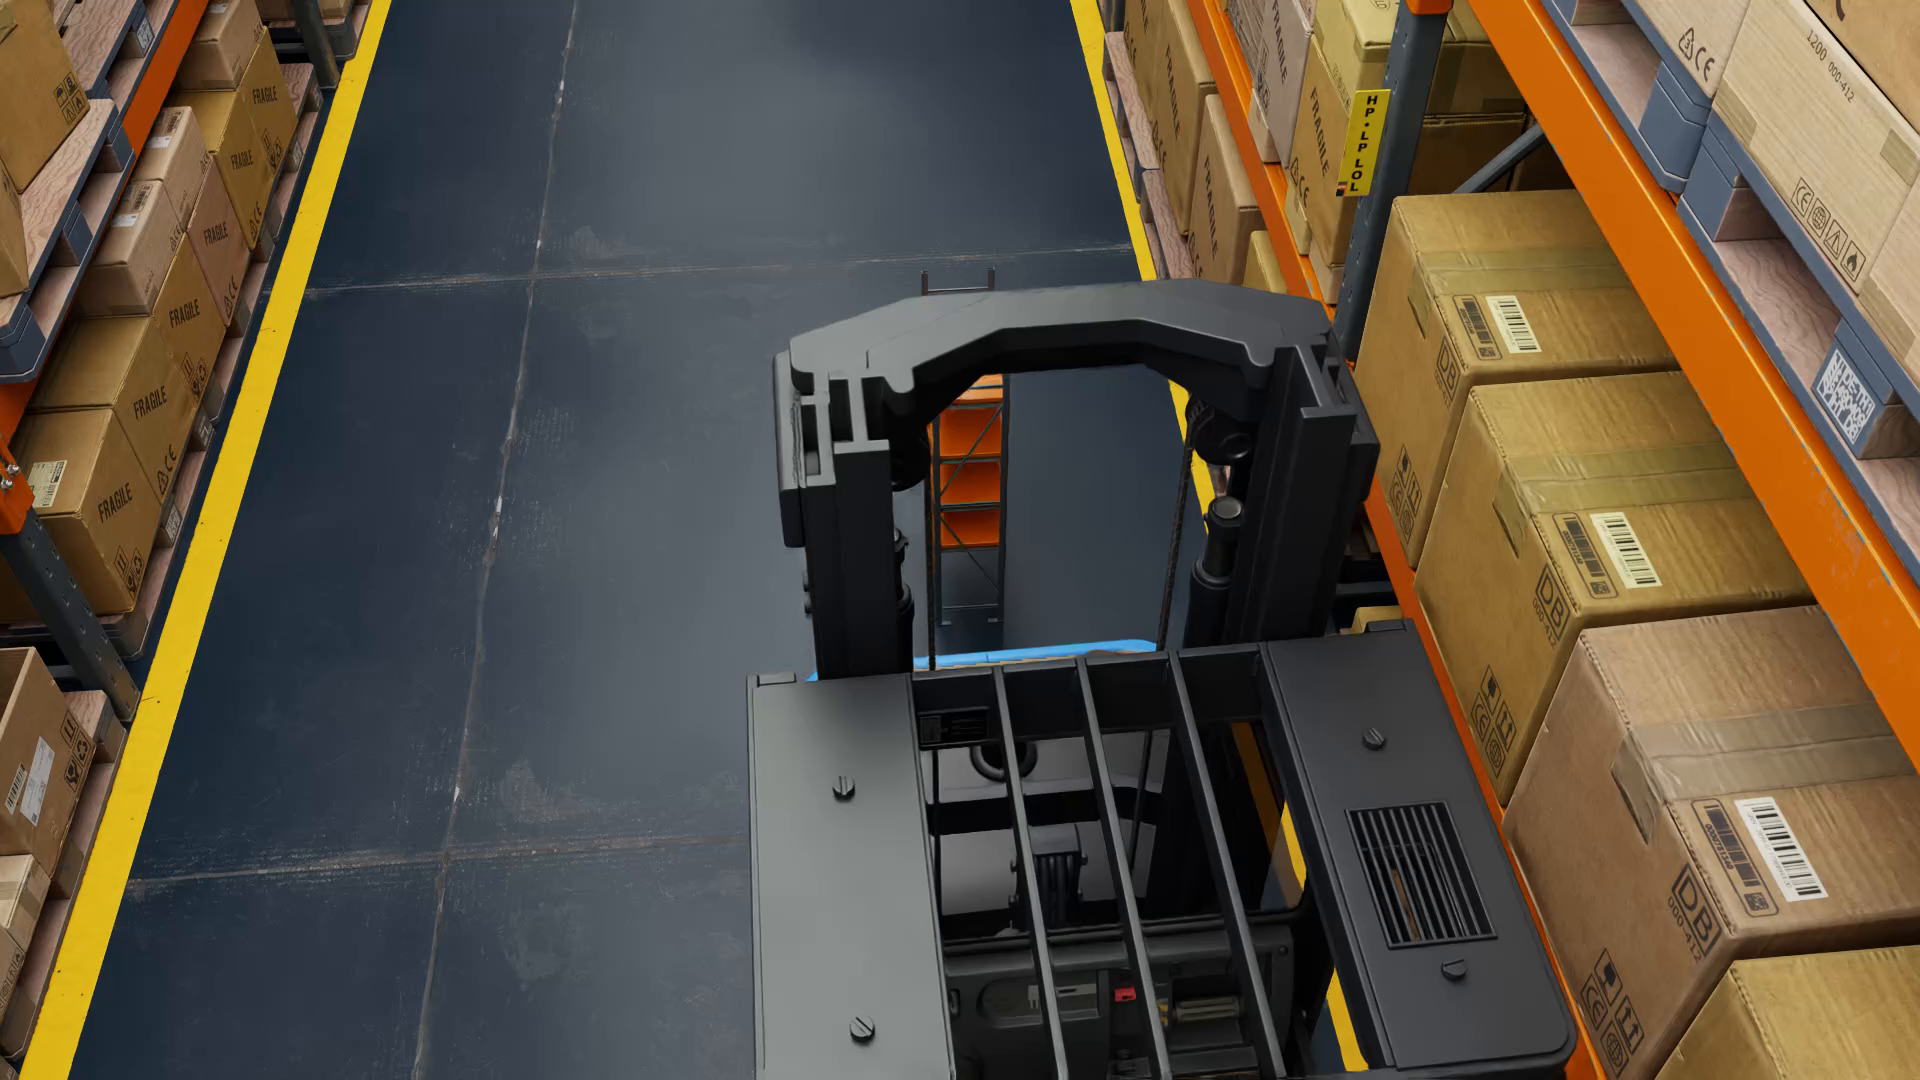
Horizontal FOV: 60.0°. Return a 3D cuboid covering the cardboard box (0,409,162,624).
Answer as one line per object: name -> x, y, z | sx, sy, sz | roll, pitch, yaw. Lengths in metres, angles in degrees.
cardboard box -> -3.116, -0.078, 5.677 | 0.500, 0.500, 0.500 | -5, 47, -5

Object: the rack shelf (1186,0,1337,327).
rack shelf -> 1.450, -1.925, 6.503 | 1.077, 0.370, 4.000 | -3, 47, -3

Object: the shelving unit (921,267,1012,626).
shelving unit -> 0.014, -0.293, 5.701 | 0.258, 1.200, 0.503 | -3, 47, -3

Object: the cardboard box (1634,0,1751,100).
cardboard box -> 1.441, -0.999, 2.809 | 0.500, 0.250, 0.500 | -4, 47, -4

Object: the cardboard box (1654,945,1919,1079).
cardboard box -> 1.828, 1.171, 2.868 | 0.980, 0.700, 0.700 | -4, 47, -4

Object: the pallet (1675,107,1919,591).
pallet -> 1.775, -0.253, 2.419 | 1.003, 0.211, 1.213 | -3, 47, -3

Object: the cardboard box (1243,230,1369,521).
cardboard box -> 1.434, -0.593, 5.937 | 0.750, 0.750, 0.750 | -3, 47, -3

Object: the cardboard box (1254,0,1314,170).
cardboard box -> 1.275, -1.556, 5.371 | 0.500, 0.500, 0.500 | -3, 47, -3

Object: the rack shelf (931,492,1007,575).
rack shelf -> 0.014, -0.110, 5.894 | 0.258, 0.148, 0.480 | -3, 47, -3

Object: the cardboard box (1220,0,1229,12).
cardboard box -> 1.195, -2.281, 6.057 | 0.500, 0.500, 0.500 | -2, 47, -2

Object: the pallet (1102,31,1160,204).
pallet -> 1.274, -2.086, 8.080 | 1.003, 0.211, 1.213 | -3, 47, -3

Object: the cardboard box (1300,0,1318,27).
cardboard box -> 1.291, -1.820, 5.104 | 0.500, 0.250, 0.500 | -3, 47, -2

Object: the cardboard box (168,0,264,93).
cardboard box -> -3.332, -2.163, 7.134 | 0.500, 0.250, 0.500 | -2, 47, -2

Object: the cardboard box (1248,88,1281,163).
cardboard box -> 1.205, -1.432, 5.700 | 0.380, 0.149, 0.250 | -3, 47, -3

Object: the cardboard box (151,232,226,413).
cardboard box -> -3.206, -0.826, 6.385 | 0.500, 0.500, 0.500 | -3, 47, -3

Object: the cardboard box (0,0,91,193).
cardboard box -> -3.256, -1.451, 5.200 | 0.700, 0.500, 0.500 | 3, 47, 3

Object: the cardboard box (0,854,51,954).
cardboard box -> -2.897, 1.070, 4.831 | 0.380, 0.149, 0.250 | -3, 47, -3

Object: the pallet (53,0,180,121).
pallet -> -3.486, -1.843, 6.062 | 1.003, 0.211, 1.213 | -3, 47, -3

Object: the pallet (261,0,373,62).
pallet -> -3.683, -2.955, 8.903 | 1.003, 0.211, 1.213 | -3, 47, -3

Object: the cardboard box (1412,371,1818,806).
cardboard box -> 1.703, 0.093, 3.889 | 0.980, 0.700, 0.700 | -5, 47, -4

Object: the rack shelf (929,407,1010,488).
rack shelf -> 0.014, -0.400, 5.587 | 0.258, 0.148, 0.480 | -3, 47, -3

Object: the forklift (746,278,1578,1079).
forklift -> 0.234, 1.096, 3.193 | 1.130, 2.935, 3.031 | -5, 47, -4

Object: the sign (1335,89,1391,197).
sign -> 1.078, -1.057, 4.442 | 0.100, 0.325, 0.005 | -3, 47, -3

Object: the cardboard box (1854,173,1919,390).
cardboard box -> 1.534, -0.257, 2.107 | 0.500, 0.250, 0.500 | -5, 47, -4

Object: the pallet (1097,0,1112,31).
pallet -> 1.219, -3.226, 9.160 | 1.003, 0.211, 1.213 | -3, 47, -3

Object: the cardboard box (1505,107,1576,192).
cardboard box -> 1.830, -1.217, 5.049 | 0.500, 0.500, 0.500 | -5, 47, -5

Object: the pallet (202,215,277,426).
pallet -> -3.529, -0.934, 6.989 | 1.003, 0.211, 1.213 | -3, 47, -3

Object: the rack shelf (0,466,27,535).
rack shelf -> -3.151, 1.272, 3.474 | 1.077, 0.370, 4.000 | -3, 47, -3

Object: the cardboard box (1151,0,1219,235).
cardboard box -> 1.281, -1.851, 7.128 | 0.750, 0.750, 0.750 | -4, 47, -3

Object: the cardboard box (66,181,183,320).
cardboard box -> -3.200, -1.060, 6.090 | 0.500, 0.250, 0.500 | -3, 47, -3

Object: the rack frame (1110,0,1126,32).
rack frame -> 1.283, -3.620, 7.612 | 1.000, 3.000, 0.127 | -3, 47, -3

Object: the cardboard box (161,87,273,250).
cardboard box -> -3.298, -1.571, 7.090 | 0.500, 0.500, 0.500 | -5, 47, -5

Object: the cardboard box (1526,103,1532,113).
cardboard box -> 1.839, -1.476, 4.778 | 0.500, 0.250, 0.500 | -2, 47, -2

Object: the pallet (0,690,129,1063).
pallet -> -3.262, 1.034, 5.126 | 1.003, 0.211, 1.213 | -3, 47, -3

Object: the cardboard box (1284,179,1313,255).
cardboard box -> 1.263, -1.055, 5.342 | 0.380, 0.149, 0.250 | -3, 47, -3

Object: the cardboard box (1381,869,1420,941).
cardboard box -> 1.617, 0.900, 4.764 | 0.700, 0.500, 0.500 | -4, 47, -4

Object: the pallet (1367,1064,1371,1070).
pallet -> 1.709, 1.673, 4.520 | 1.003, 0.211, 1.213 | -3, 47, -3

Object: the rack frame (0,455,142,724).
rack frame -> -3.318, -0.422, 4.584 | 1.000, 3.000, 0.127 | -3, 47, -3

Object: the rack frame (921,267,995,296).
rack frame -> -0.007, -0.469, 5.868 | 0.240, 1.200, 0.015 | -3, 47, -3
